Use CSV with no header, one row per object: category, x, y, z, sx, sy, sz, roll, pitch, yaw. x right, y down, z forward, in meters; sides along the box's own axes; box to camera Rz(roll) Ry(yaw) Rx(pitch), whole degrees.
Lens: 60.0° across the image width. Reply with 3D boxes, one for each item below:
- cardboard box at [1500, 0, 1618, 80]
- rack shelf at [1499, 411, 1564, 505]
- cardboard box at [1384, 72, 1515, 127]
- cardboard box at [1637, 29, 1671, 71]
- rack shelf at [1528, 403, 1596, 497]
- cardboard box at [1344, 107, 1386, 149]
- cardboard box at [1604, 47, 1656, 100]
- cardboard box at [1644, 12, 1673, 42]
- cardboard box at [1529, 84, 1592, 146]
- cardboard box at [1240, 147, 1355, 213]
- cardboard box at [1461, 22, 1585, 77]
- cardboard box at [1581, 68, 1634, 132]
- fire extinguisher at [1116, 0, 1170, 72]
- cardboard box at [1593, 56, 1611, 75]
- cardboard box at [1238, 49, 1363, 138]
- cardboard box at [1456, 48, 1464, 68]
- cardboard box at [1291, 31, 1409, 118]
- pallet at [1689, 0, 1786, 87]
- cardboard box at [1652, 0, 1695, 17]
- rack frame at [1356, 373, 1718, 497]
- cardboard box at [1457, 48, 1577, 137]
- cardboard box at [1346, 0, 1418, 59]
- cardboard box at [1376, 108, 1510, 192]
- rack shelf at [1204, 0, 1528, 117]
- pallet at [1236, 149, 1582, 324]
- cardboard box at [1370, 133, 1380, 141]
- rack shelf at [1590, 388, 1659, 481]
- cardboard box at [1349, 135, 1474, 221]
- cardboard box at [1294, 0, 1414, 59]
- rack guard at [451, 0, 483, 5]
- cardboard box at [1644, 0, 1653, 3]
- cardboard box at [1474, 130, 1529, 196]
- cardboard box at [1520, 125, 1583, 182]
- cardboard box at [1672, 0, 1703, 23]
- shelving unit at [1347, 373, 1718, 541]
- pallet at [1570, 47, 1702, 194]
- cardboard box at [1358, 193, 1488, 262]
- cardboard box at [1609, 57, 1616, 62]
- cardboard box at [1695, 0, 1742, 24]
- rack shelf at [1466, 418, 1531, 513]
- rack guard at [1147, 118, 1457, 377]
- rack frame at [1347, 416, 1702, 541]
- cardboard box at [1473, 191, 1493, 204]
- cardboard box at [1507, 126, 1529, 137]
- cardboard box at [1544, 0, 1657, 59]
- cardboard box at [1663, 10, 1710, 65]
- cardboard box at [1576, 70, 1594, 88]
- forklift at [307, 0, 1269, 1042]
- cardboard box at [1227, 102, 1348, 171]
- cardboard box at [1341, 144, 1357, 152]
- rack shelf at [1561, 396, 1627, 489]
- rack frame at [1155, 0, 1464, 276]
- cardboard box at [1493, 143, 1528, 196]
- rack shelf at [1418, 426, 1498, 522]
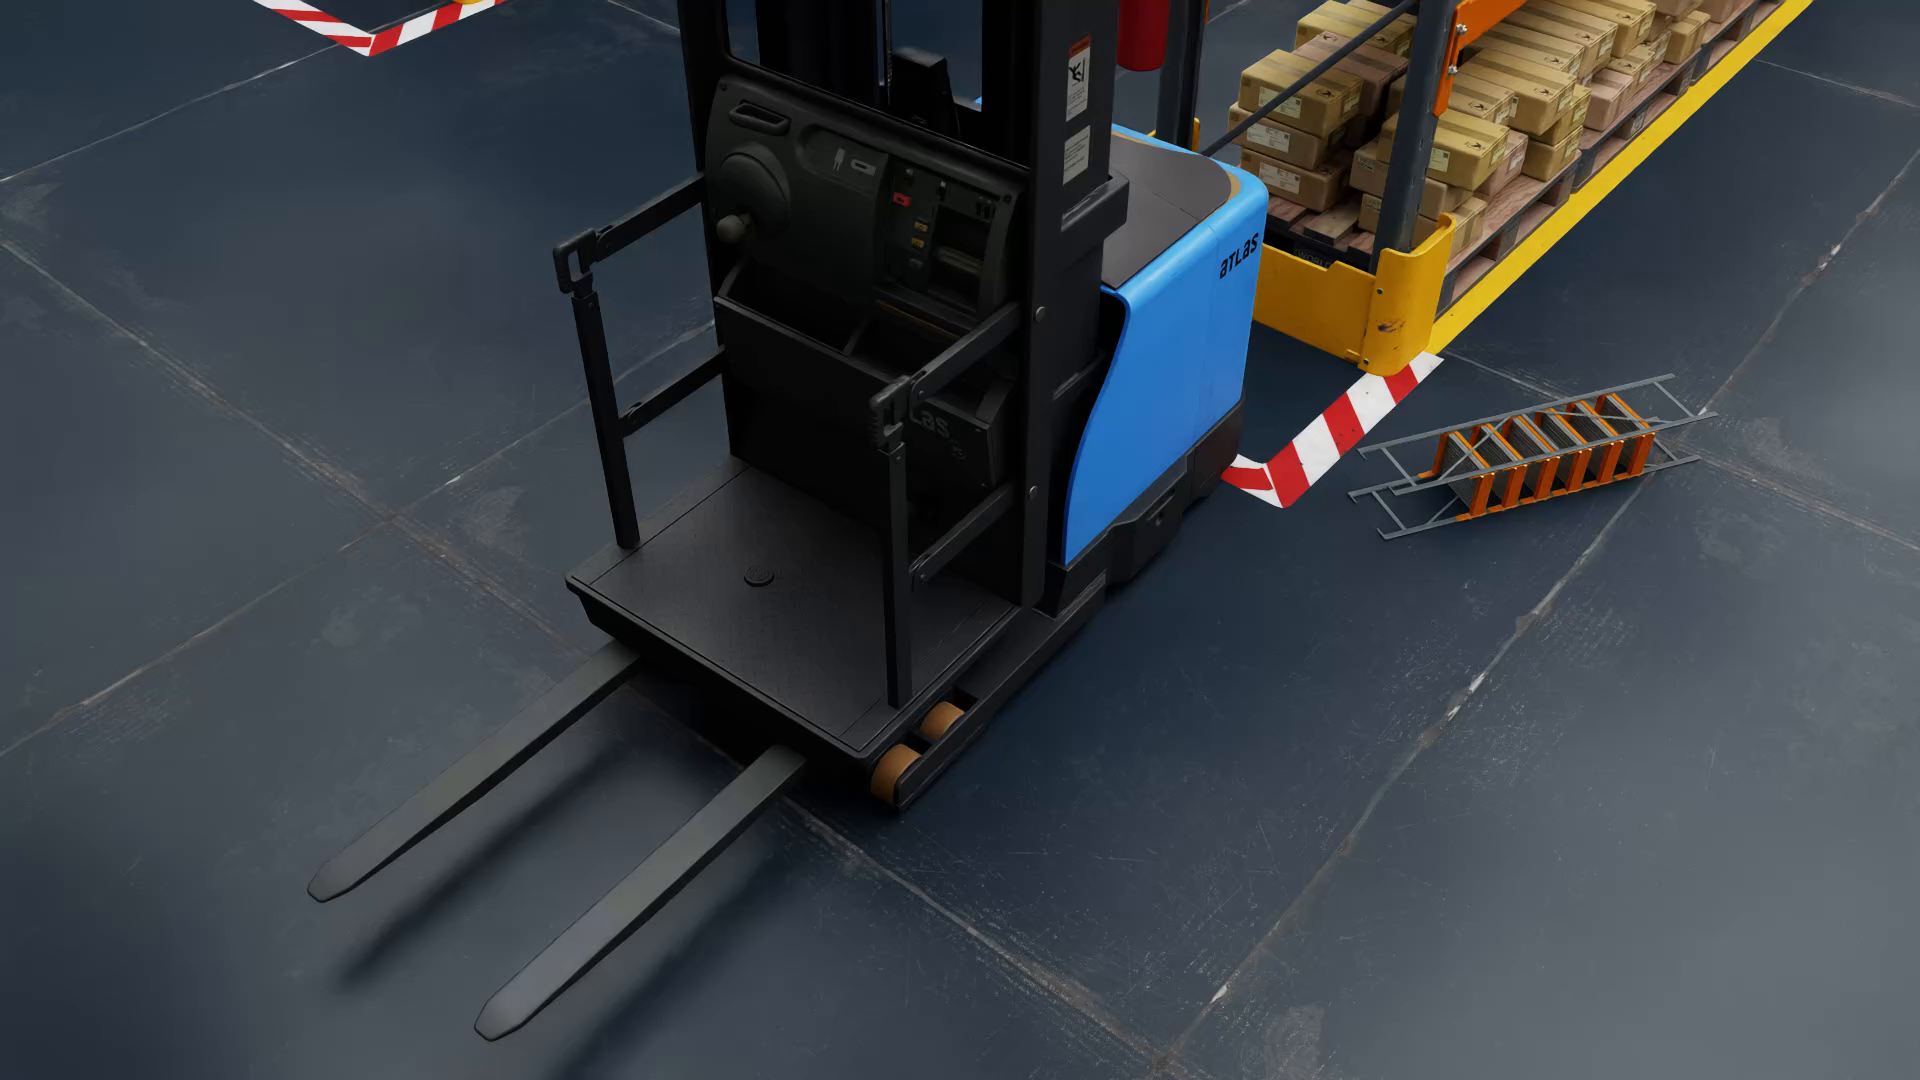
cardboard box,2.350,-1.985,6.568,0.380,0.149,0.250,32,51,30
rack shelf,1.823,-0.269,5.402,0.103,0.180,0.258,-13,44,-14
cardboard box,1.808,-1.608,6.154,0.380,0.149,0.250,30,50,29
cardboard box,2.823,-2.144,7.185,0.380,0.149,0.250,30,50,29
rack shelf,1.936,-0.296,5.431,0.103,0.180,0.258,-13,44,-14
cardboard box,1.456,-1.688,6.463,0.380,0.149,0.250,28,49,28
cardboard box,2.693,-2.005,7.032,0.380,0.149,0.250,30,50,28
cardboard box,2.844,-2.296,7.131,0.380,0.149,0.250,27,49,27
cardboard box,2.217,-1.706,6.483,0.380,0.149,0.250,31,51,30
cardboard box,1.305,-1.433,6.403,0.380,0.149,0.250,30,50,29
cardboard box,2.165,-1.846,6.416,0.380,0.149,0.250,27,49,27
cardboard box,2.535,-1.851,6.863,0.380,0.149,0.250,27,49,27
fire extinguisher,0.610,-1.875,5.417,0.296,0.674,0.183,29,50,28
cardboard box,2.458,-2.042,6.852,0.380,0.149,0.250,32,51,30
cardboard box,1.272,-1.674,6.226,0.380,0.149,0.250,30,50,29
cardboard box,1.832,-1.939,6.739,0.380,0.149,0.250,29,50,28
cardboard box,1.478,-1.779,6.341,0.380,0.149,0.250,30,50,29
pallet,3.295,-2.638,7.994,1.003,0.211,1.213,29,50,28
cardboard box,2.887,-2.352,6.972,0.380,0.149,0.250,28,49,27
rack frame,1.865,-0.346,5.351,1.200,0.006,0.240,-13,44,-14
cardboard box,2.068,-1.683,6.236,0.380,0.149,0.250,29,50,28
cardboard box,1.763,-2.073,6.665,0.380,0.149,0.250,27,49,27
cardboard box,1.723,-1.414,5.941,0.380,0.149,0.250,27,49,27
rack shelf,2.413,-2.735,6.563,1.077,0.370,4.000,29,50,28
pallet,1.725,-1.381,6.612,1.003,0.211,1.213,29,50,28
cardboard box,1.629,-1.708,6.706,0.380,0.149,0.250,29,50,28
rack shelf,2.162,-0.350,5.491,0.103,0.180,0.258,-13,44,-14
cardboard box,1.659,-1.340,6.080,0.380,0.149,0.250,32,51,30
cardboard box,1.548,-1.967,6.548,0.380,0.149,0.250,28,49,28
rack guard,-2.744,-3.125,8.315,1.175,0.500,0.348,29,50,28
cardboard box,2.643,-2.271,6.883,0.380,0.149,0.250,30,50,29
cardboard box,1.879,-1.457,6.208,0.380,0.149,0.250,29,50,28
cardboard box,2.217,-1.588,6.574,0.380,0.149,0.250,30,50,29
cardboard box,3.031,-2.425,7.273,0.380,0.149,0.250,31,51,29
shelving unit,1.865,-0.279,5.413,1.200,0.189,0.258,-13,44,-14
pallet,2.510,-2.007,7.300,1.003,0.211,1.213,29,50,28
cardboard box,1.708,-1.203,6.150,0.380,0.149,0.250,31,50,29
cardboard box,2.639,-2.176,7.000,0.380,0.149,0.250,32,51,30
cardboard box,3.356,-2.520,7.599,0.380,0.149,0.250,28,49,27
rack shelf,1.710,-0.242,5.372,0.103,0.180,0.258,-13,44,-14
rack guard,1.175,-1.085,6.072,1.175,0.500,0.348,29,50,28
rack frame,1.865,-0.211,5.474,1.200,0.006,0.240,-13,44,-14
cardboard box,1.814,-1.373,6.337,0.380,0.149,0.250,29,50,28
cardboard box,1.969,-1.621,6.389,0.380,0.149,0.250,30,50,29
cardboard box,2.555,-2.101,6.695,0.380,0.149,0.250,30,50,29
cardboard box,3.042,-2.249,7.301,0.380,0.149,0.250,29,50,28
cardboard box,2.315,-1.884,6.678,0.380,0.149,0.250,27,49,27
forklift,-0.384,-0.748,3.894,1.130,2.935,3.031,27,49,27
cardboard box,1.247,-1.577,6.341,0.380,0.149,0.250,28,49,27
cardboard box,1.393,-1.609,6.597,0.380,0.149,0.250,31,51,30
rack shelf,2.049,-0.323,5.461,0.103,0.180,0.258,-13,44,-14
rack frame,1.126,-1.971,5.188,1.000,3.000,0.127,29,50,28
cardboard box,1.968,-1.504,6.481,0.380,0.149,0.250,30,50,29
rack shelf,1.597,-0.215,5.342,0.103,0.180,0.258,-13,44,-14
